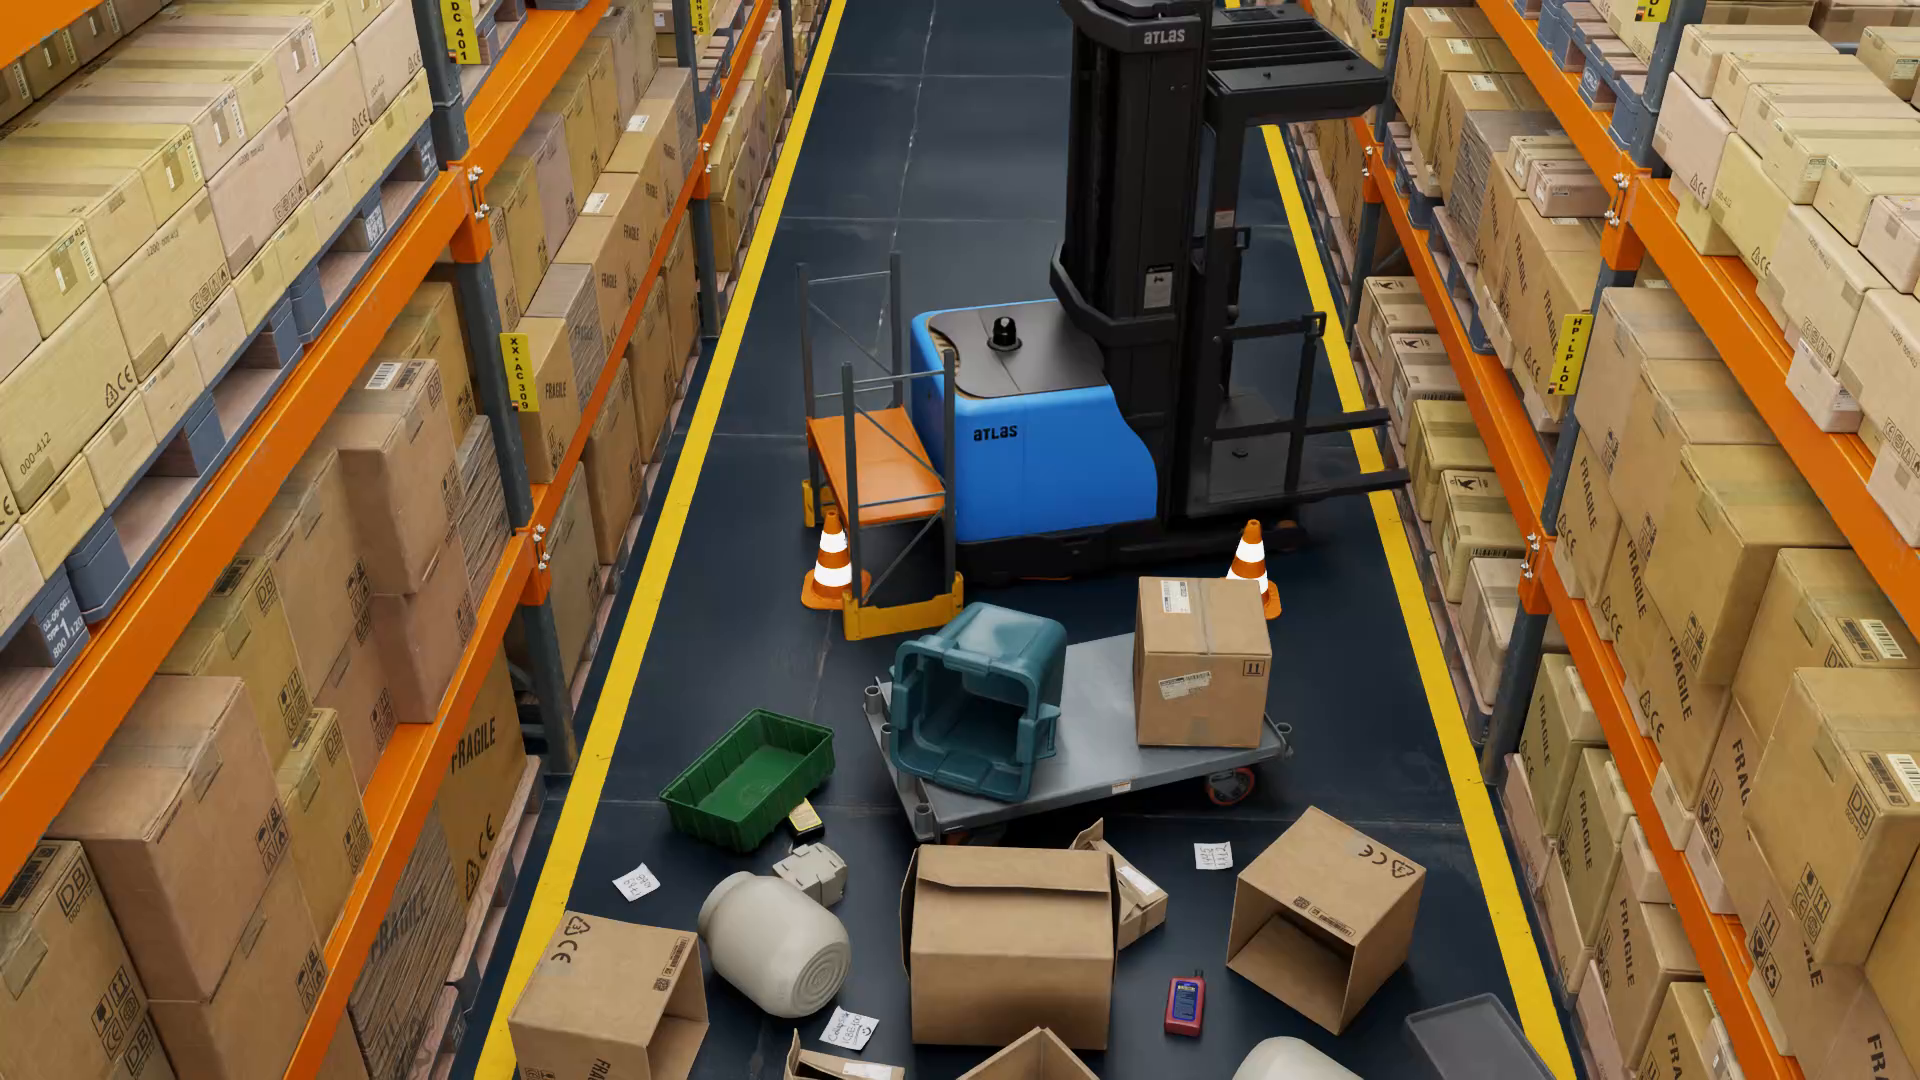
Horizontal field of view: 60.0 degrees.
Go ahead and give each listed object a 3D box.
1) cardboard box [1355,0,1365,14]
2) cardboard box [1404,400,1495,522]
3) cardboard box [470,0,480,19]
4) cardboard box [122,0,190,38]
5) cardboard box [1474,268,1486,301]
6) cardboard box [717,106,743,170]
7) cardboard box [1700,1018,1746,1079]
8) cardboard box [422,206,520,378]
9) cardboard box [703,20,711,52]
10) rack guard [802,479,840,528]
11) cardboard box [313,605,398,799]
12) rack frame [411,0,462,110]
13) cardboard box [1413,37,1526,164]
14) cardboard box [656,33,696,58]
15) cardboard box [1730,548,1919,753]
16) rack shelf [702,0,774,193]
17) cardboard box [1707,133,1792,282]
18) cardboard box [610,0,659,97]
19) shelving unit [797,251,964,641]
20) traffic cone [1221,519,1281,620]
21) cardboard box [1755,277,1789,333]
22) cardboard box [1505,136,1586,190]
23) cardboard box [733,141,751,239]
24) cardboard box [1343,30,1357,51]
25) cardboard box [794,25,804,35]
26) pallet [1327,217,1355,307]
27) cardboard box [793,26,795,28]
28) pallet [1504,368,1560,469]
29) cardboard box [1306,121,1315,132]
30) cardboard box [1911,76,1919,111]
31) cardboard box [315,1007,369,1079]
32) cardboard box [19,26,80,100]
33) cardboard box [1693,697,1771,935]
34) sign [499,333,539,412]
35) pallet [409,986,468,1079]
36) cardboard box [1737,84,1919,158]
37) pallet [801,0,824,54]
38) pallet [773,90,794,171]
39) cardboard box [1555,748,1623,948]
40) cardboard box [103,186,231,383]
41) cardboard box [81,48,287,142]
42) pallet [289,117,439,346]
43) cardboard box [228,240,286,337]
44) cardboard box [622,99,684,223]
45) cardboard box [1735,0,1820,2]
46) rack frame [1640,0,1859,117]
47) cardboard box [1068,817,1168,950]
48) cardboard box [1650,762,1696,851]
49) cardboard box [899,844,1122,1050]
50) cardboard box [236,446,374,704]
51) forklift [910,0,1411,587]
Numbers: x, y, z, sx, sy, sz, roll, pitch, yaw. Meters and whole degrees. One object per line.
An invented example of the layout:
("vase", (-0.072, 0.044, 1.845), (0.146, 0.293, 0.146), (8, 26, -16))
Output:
("cardboard box", (2.701, -3.532, 10.157), (0.500, 0.500, 0.500), (2, 35, 3))
("cardboard box", (2.839, -0.397, 8.572), (0.950, 0.372, 0.625), (2, 35, 3))
("cardboard box", (-1.908, -1.969, 5.944), (0.258, 0.266, 0.396), (1, 35, 1))
("cardboard box", (-2.481, -1.468, 4.987), (0.500, 0.250, 0.500), (2, 35, 2))
("cardboard box", (2.569, -1.143, 7.567), (0.380, 0.149, 0.250), (1, 35, 2))
("cardboard box", (-1.731, -2.679, 11.055), (0.500, 0.250, 0.500), (1, 35, 1))
("cardboard box", (2.353, 1.518, 4.736), (0.380, 0.149, 0.250), (3, 35, 4))
("cardboard box", (-2.168, -0.978, 6.522), (0.700, 0.500, 0.500), (1, 35, 1))
("cardboard box", (-1.780, -3.171, 10.453), (0.380, 0.149, 0.250), (3, 35, 4))
("rack guard", (-0.537, -0.233, 8.809), (0.587, 0.250, 0.087), (-9, 36, -13))
("cardboard box", (-2.323, 0.532, 5.199), (0.875, 0.550, 0.550), (1, 35, 2))
("rack frame", (-2.182, -2.697, 4.707), (1.000, 3.000, 0.127), (1, 35, 2))
("cardboard box", (2.666, -2.266, 8.601), (0.500, 0.500, 0.500), (3, 35, 4))
("cardboard box", (-1.801, -3.004, 9.956), (0.380, 0.149, 0.250), (3, 35, 4))
("cardboard box", (2.514, 0.372, 4.342), (0.700, 0.500, 0.500), (1, 35, 2))
("rack shelf", (-1.941, -3.395, 11.544), (1.077, 0.370, 4.000), (1, 35, 2))
("cardboard box", (2.466, -0.931, 4.675), (0.500, 0.250, 0.500), (1, 35, 1))
("cardboard box", (-2.049, -2.733, 9.019), (0.700, 0.500, 0.500), (1, 35, 2))
("shelving unit", (-0.405, -0.468, 8.057), (0.587, 1.500, 1.083), (-9, 36, -13))
("traffic cone", (1.419, 0.107, 8.141), (0.336, 0.463, 0.334), (1, 35, 2))
("cardboard box", (2.495, -0.700, 4.693), (0.380, 0.149, 0.250), (2, 35, 3))
("cardboard box", (2.564, -1.611, 7.104), (0.380, 0.149, 0.250), (0, 35, 0))
("cardboard box", (-1.721, -2.379, 11.281), (0.500, 0.500, 0.500), (2, 35, 2))
("cardboard box", (2.695, -3.014, 10.505), (0.500, 0.250, 0.500), (2, 35, 3))
("cardboard box", (-1.556, -4.343, 14.381), (0.380, 0.149, 0.250), (1, 35, 2))
("pallet", (3.036, -1.795, 11.066), (1.003, 0.211, 1.213), (1, 35, 2))
("cardboard box", (-1.606, -4.314, 14.081), (0.380, 0.149, 0.250), (2, 35, 2))
("pallet", (2.944, -0.544, 7.027), (1.003, 0.211, 1.213), (1, 35, 2))
("cardboard box", (3.145, -3.727, 12.873), (0.875, 0.875, 0.875), (2, 35, 3))
("cardboard box", (3.040, -1.299, 4.851), (0.380, 0.149, 0.250), (0, 35, 1))
("cardboard box", (-2.348, 1.856, 4.928), (0.875, 0.875, 0.875), (1, 35, 1))
("cardboard box", (-2.565, -1.267, 4.354), (0.380, 0.149, 0.250), (1, 35, 1))
("cardboard box", (2.442, 0.765, 4.652), (0.500, 0.500, 0.500), (2, 35, 2))
("sign", (-1.627, -0.617, 6.143), (0.100, 0.325, 0.005), (1, 35, 2))
("pallet", (-2.337, 2.036, 5.615), (1.003, 0.211, 1.213), (1, 35, 2))
("cardboard box", (2.429, -1.162, 4.657), (0.380, 0.149, 0.250), (0, 35, 0))
("pallet", (-1.822, -4.787, 15.324), (1.003, 0.211, 1.213), (1, 35, 2))
("pallet", (-1.890, -3.251, 13.137), (1.003, 0.211, 1.213), (1, 35, 2))
("cardboard box", (2.465, 1.101, 5.895), (0.500, 0.500, 0.500), (3, 35, 4))
("cardboard box", (-2.007, -0.586, 3.732), (0.500, 0.250, 0.500), (1, 35, 2))
("cardboard box", (-1.918, -1.106, 4.125), (0.380, 0.149, 0.250), (1, 35, 2))
("pallet", (-2.225, -0.964, 4.927), (1.003, 0.211, 1.213), (1, 35, 2))
("cardboard box", (-1.926, -0.631, 4.143), (0.380, 0.149, 0.250), (1, 35, 1))
("cardboard box", (-1.792, -2.030, 8.889), (0.500, 0.500, 0.500), (1, 35, 2))
("cardboard box", (2.664, -2.064, 5.746), (0.500, 0.250, 0.500), (2, 35, 3))
("rack frame", (2.768, -2.641, 4.627), (1.000, 3.000, 0.127), (1, 35, 2))
("cardboard box", (0.591, 1.351, 6.543), (0.258, 0.266, 0.396), (-24, 42, -30))
("cardboard box", (2.374, 0.825, 5.132), (0.380, 0.149, 0.250), (1, 35, 2))
("cardboard box", (0.178, 1.473, 6.045), (0.797, 0.637, 0.503), (1, 35, 2))
("cardboard box", (-2.296, 0.091, 4.888), (0.875, 0.550, 0.550), (1, 35, 2))
("forklift", (1.305, -1.401, 8.139), (3.031, 2.935, 1.130), (-8, 36, -11))
